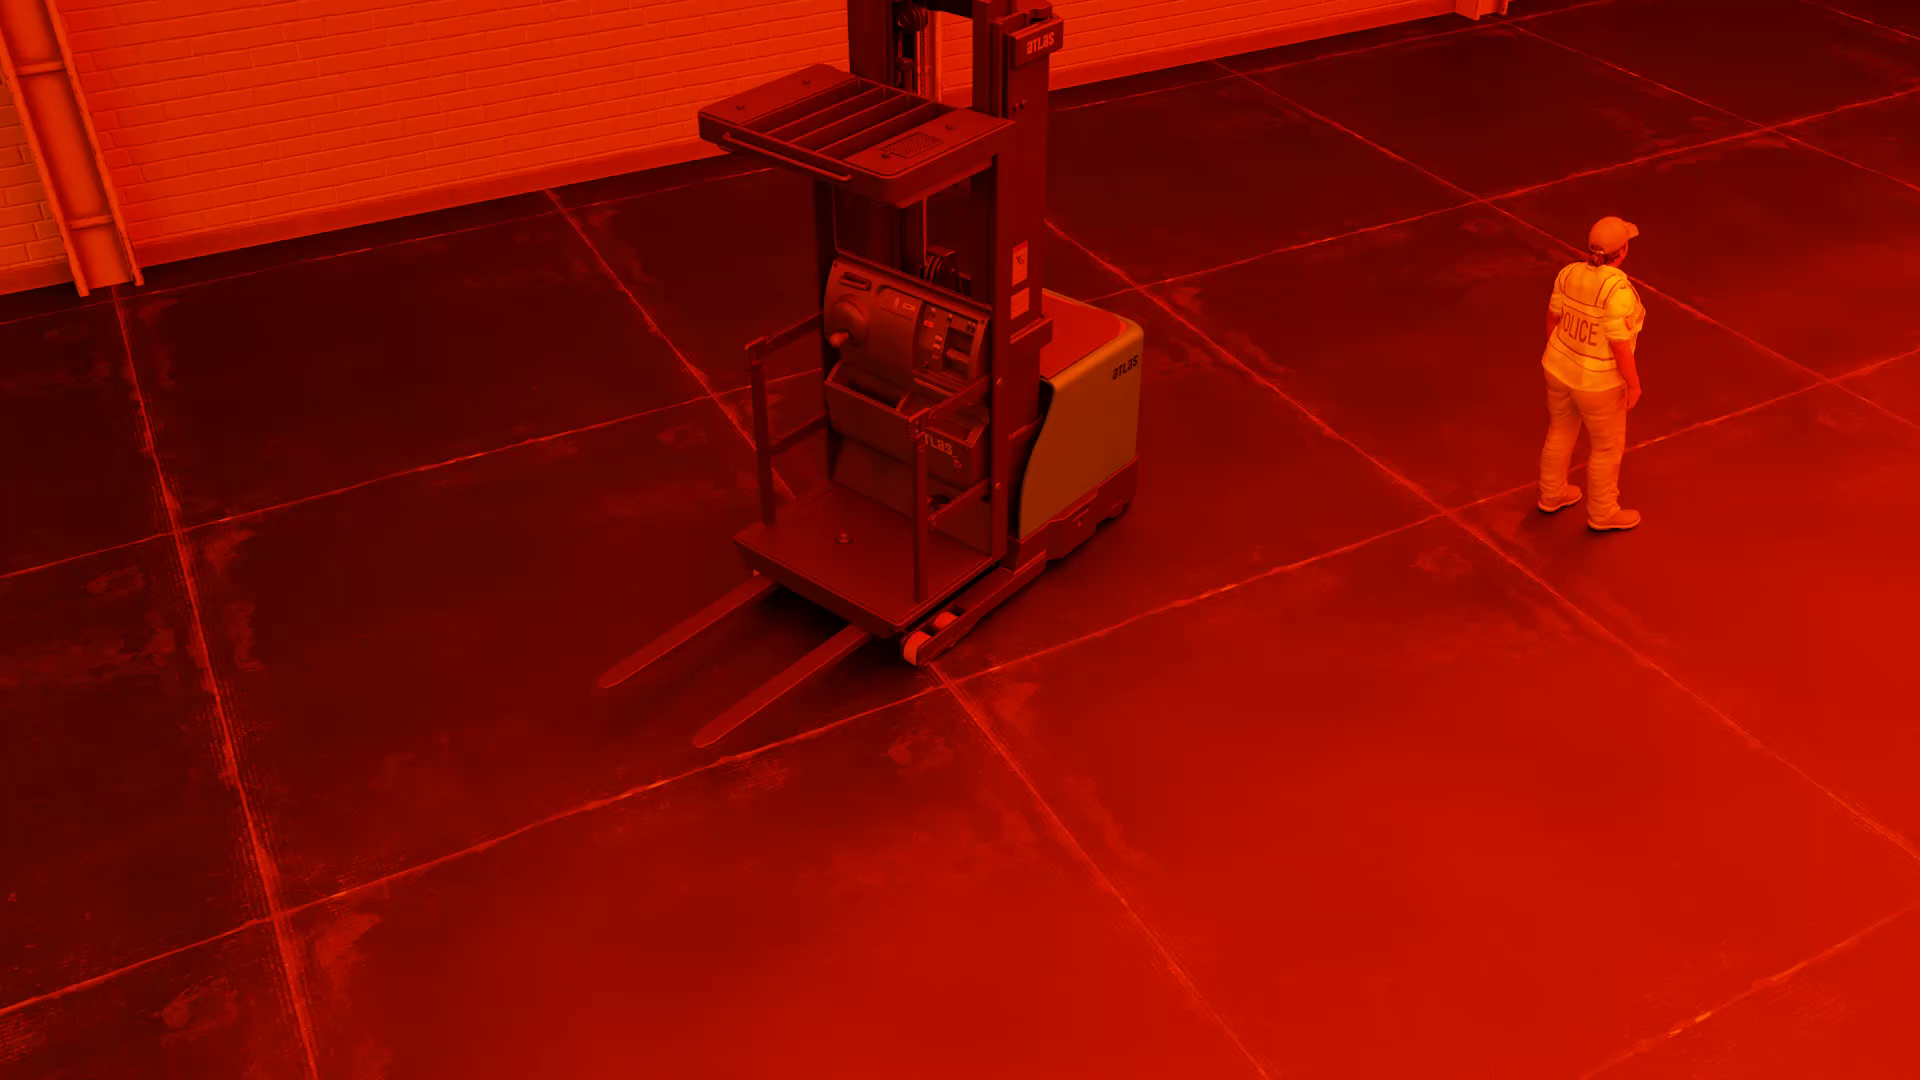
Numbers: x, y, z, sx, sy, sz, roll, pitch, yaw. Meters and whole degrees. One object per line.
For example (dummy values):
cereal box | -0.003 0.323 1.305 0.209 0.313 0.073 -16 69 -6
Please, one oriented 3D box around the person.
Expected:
person | 3.241 -0.848 8.405 0.529 1.670 0.598 -17 39 -22

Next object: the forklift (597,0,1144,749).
forklift | -0.390 -0.927 7.434 1.130 2.935 3.031 26 43 31
